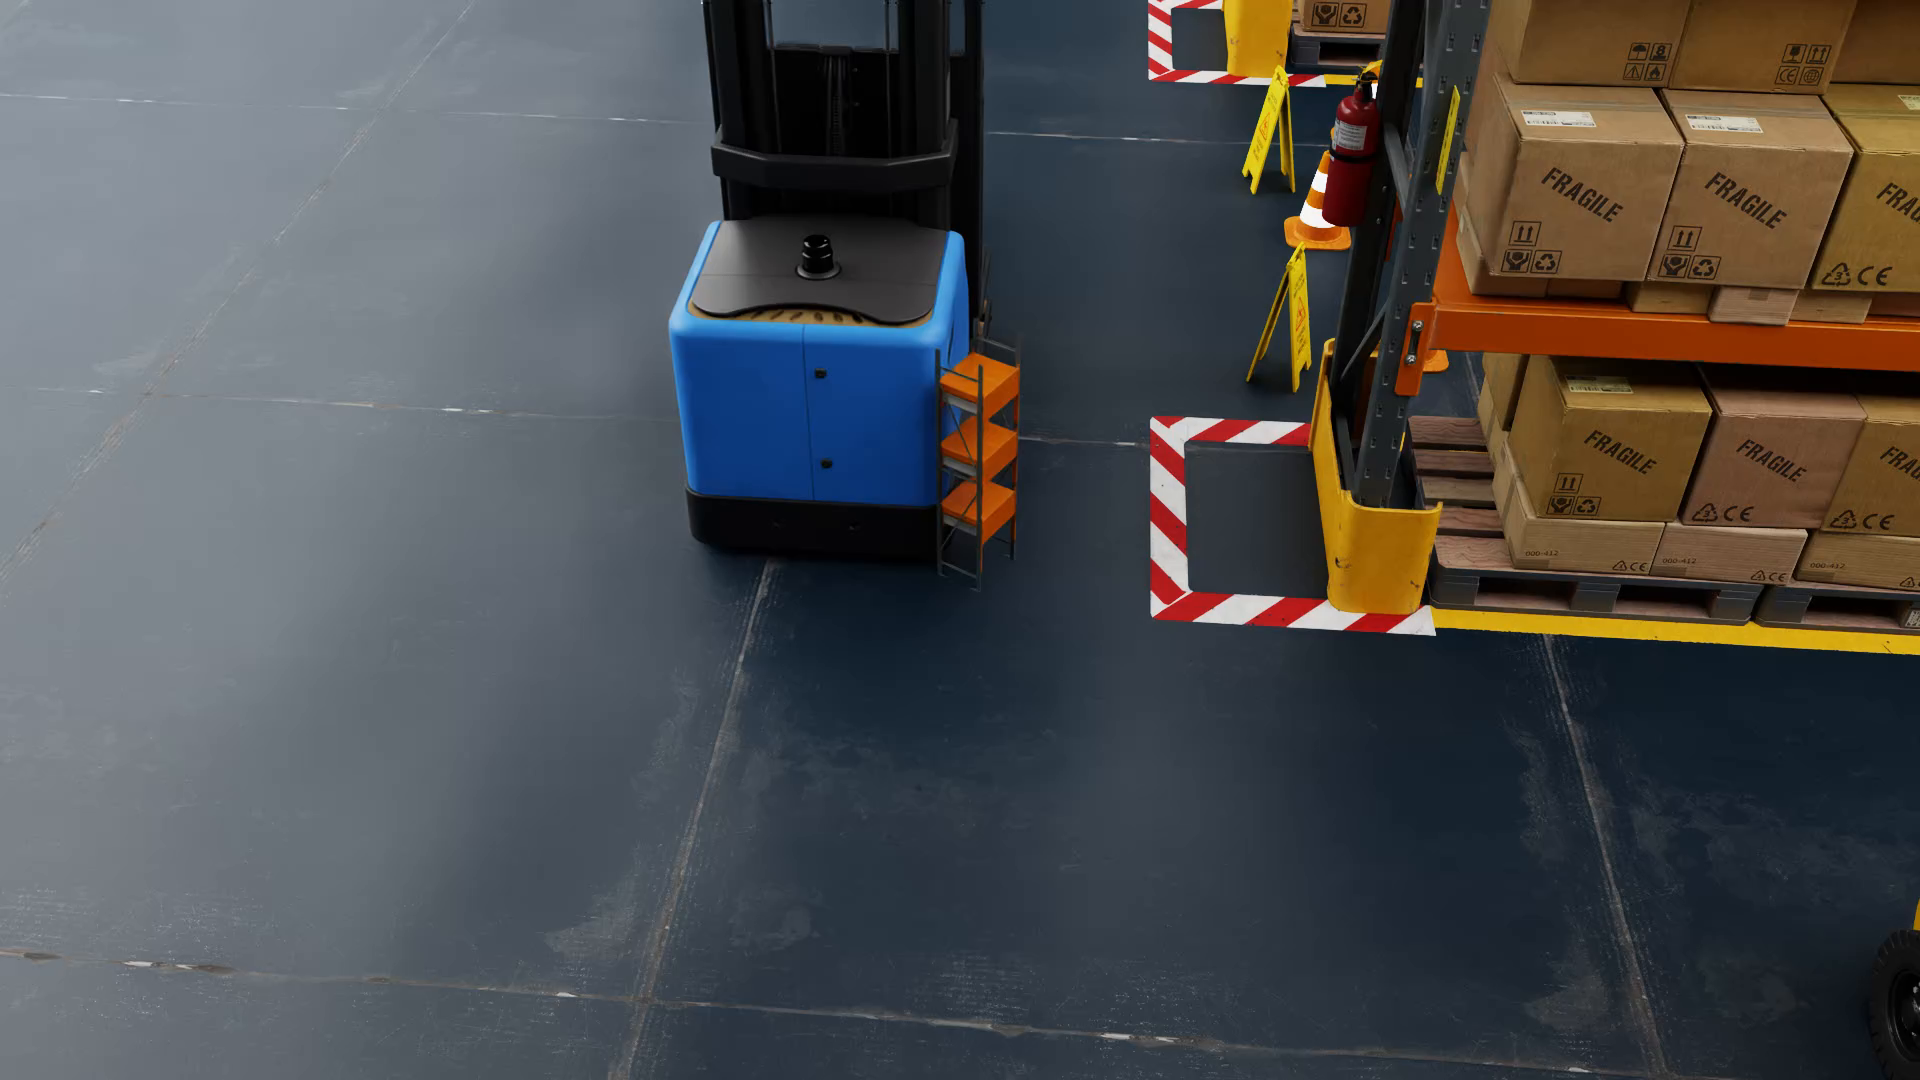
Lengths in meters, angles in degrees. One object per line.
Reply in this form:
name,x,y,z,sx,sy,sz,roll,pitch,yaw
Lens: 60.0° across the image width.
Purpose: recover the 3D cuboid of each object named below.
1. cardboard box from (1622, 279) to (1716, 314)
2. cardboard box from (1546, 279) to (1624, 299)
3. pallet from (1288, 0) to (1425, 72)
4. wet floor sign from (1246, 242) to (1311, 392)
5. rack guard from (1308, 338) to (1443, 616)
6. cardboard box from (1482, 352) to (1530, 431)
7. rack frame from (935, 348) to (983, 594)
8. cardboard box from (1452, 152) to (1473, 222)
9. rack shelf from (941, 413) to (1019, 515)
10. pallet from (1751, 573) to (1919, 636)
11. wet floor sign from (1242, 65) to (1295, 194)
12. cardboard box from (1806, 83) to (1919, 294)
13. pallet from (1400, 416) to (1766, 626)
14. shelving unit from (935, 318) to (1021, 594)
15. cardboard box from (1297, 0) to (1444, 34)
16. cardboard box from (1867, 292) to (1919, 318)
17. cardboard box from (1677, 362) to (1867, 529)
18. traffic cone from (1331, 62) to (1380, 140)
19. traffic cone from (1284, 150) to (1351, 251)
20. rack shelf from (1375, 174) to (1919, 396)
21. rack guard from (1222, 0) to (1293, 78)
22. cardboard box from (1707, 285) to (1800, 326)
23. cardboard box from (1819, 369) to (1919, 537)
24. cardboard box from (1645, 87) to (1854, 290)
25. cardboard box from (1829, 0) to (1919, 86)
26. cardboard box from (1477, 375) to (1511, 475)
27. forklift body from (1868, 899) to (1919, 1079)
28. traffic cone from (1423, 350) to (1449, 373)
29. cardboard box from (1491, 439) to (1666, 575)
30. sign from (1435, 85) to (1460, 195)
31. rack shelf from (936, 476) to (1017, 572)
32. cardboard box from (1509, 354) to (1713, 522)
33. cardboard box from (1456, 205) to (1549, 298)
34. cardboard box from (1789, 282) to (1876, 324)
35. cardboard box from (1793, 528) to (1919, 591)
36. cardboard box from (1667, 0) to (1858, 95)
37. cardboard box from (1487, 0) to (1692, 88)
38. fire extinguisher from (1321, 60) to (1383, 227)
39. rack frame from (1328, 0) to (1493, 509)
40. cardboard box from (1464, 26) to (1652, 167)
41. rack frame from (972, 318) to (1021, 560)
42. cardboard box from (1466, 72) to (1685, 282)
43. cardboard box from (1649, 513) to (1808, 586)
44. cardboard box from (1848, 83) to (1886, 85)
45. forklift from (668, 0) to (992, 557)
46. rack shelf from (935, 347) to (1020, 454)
cardboard box,2.398,-0.936,5.694,0.250,0.149,0.380,2,39,2
cardboard box,2.141,-1.002,5.775,0.250,0.149,0.380,4,39,5
pallet,2.697,-3.295,10.602,1.213,0.211,1.003,3,39,4
wet floor sign,1.471,-1.023,7.466,0.232,0.644,0.267,16,42,19
rack guard,1.643,-0.279,6.668,0.348,0.500,1.175,3,39,4
cardboard box,2.388,-0.760,6.530,0.500,0.500,0.500,3,39,4
rack frame,-0.004,-0.236,6.179,0.200,1.050,0.008,23,45,26
cardboard box,1.959,-1.269,6.103,0.250,0.149,0.380,4,39,5
rack shelf,0.065,-0.291,6.264,0.215,0.259,0.240,23,45,26
pallet,3.662,-0.032,6.594,1.213,0.211,1.003,3,39,4
wet floor sign,1.694,-2.214,8.931,0.232,0.644,0.267,-3,39,-4
cardboard box,3.040,-1.153,5.447,0.500,0.500,0.500,2,39,3
pallet,2.450,-0.100,6.677,1.213,0.211,1.003,3,39,4
shelving unit,0.065,-0.299,6.257,0.215,1.050,0.252,23,45,26
cardboard box,2.575,-3.715,10.259,0.875,0.875,0.875,3,39,4
cardboard box,3.176,-0.924,5.679,0.250,0.149,0.380,4,39,5
cardboard box,2.892,-0.395,6.082,0.500,0.500,0.500,2,39,2
traffic cone,2.301,-2.465,9.383,0.334,0.463,0.336,3,39,4
traffic cone,1.864,-1.773,8.533,0.334,0.463,0.336,3,39,4
rack shelf,3.560,-0.864,5.977,4.000,0.370,1.077,3,39,4
rack guard,1.870,-3.403,10.506,0.348,0.500,1.175,3,39,4
cardboard box,2.647,-0.893,5.642,0.250,0.149,0.380,4,39,5
cardboard box,3.392,-0.363,6.042,0.500,0.500,0.500,4,39,5
cardboard box,2.532,-1.180,5.480,0.500,0.500,0.500,4,39,5
cardboard box,3.116,-1.908,5.583,0.500,0.500,0.700,3,39,3
cardboard box,2.420,-0.473,6.771,0.500,0.250,0.500,3,39,4
forklift body,3.190,1.155,3.599,1.214,2.155,2.313,3,39,4
traffic cone,2.107,-1.056,7.653,0.334,0.463,0.336,3,39,4
cardboard box,2.347,-0.131,6.352,0.500,0.250,0.500,3,39,3
sign,1.521,-1.247,5.191,0.005,0.325,0.100,3,39,4
rack shelf,0.065,-0.076,6.440,0.215,0.259,0.240,23,45,26
cardboard box,2.371,-0.421,6.114,0.500,0.500,0.500,2,39,2
cardboard box,1.888,-1.006,5.780,0.250,0.149,0.380,3,39,4
cardboard box,2.908,-0.900,5.650,0.250,0.149,0.380,4,39,5
cardboard box,3.400,-0.077,6.285,0.500,0.250,0.500,6,39,7
cardboard box,2.599,-1.872,5.537,0.500,0.500,0.700,3,39,4
cardboard box,2.095,-1.904,5.577,0.500,0.500,0.700,2,39,3
fire extinguisher,1.493,-1.518,6.272,0.183,0.674,0.296,3,39,4
rack frame,1.568,-1.252,5.884,0.127,3.000,1.000,3,39,4
cardboard box,2.132,-1.550,5.935,0.500,0.500,0.500,2,39,3
rack frame,0.133,-0.363,6.336,0.200,1.050,0.008,23,45,26
cardboard box,2.016,-1.206,5.512,0.500,0.500,0.500,3,39,3
cardboard box,2.855,-0.098,6.312,0.500,0.250,0.500,4,39,5
cardboard box,3.129,-1.491,5.862,0.500,0.500,0.500,3,39,4
forklift,-0.431,-1.990,6.844,1.130,2.935,3.031,3,39,4
rack shelf,0.065,-0.511,6.085,0.215,0.259,0.240,23,45,26
